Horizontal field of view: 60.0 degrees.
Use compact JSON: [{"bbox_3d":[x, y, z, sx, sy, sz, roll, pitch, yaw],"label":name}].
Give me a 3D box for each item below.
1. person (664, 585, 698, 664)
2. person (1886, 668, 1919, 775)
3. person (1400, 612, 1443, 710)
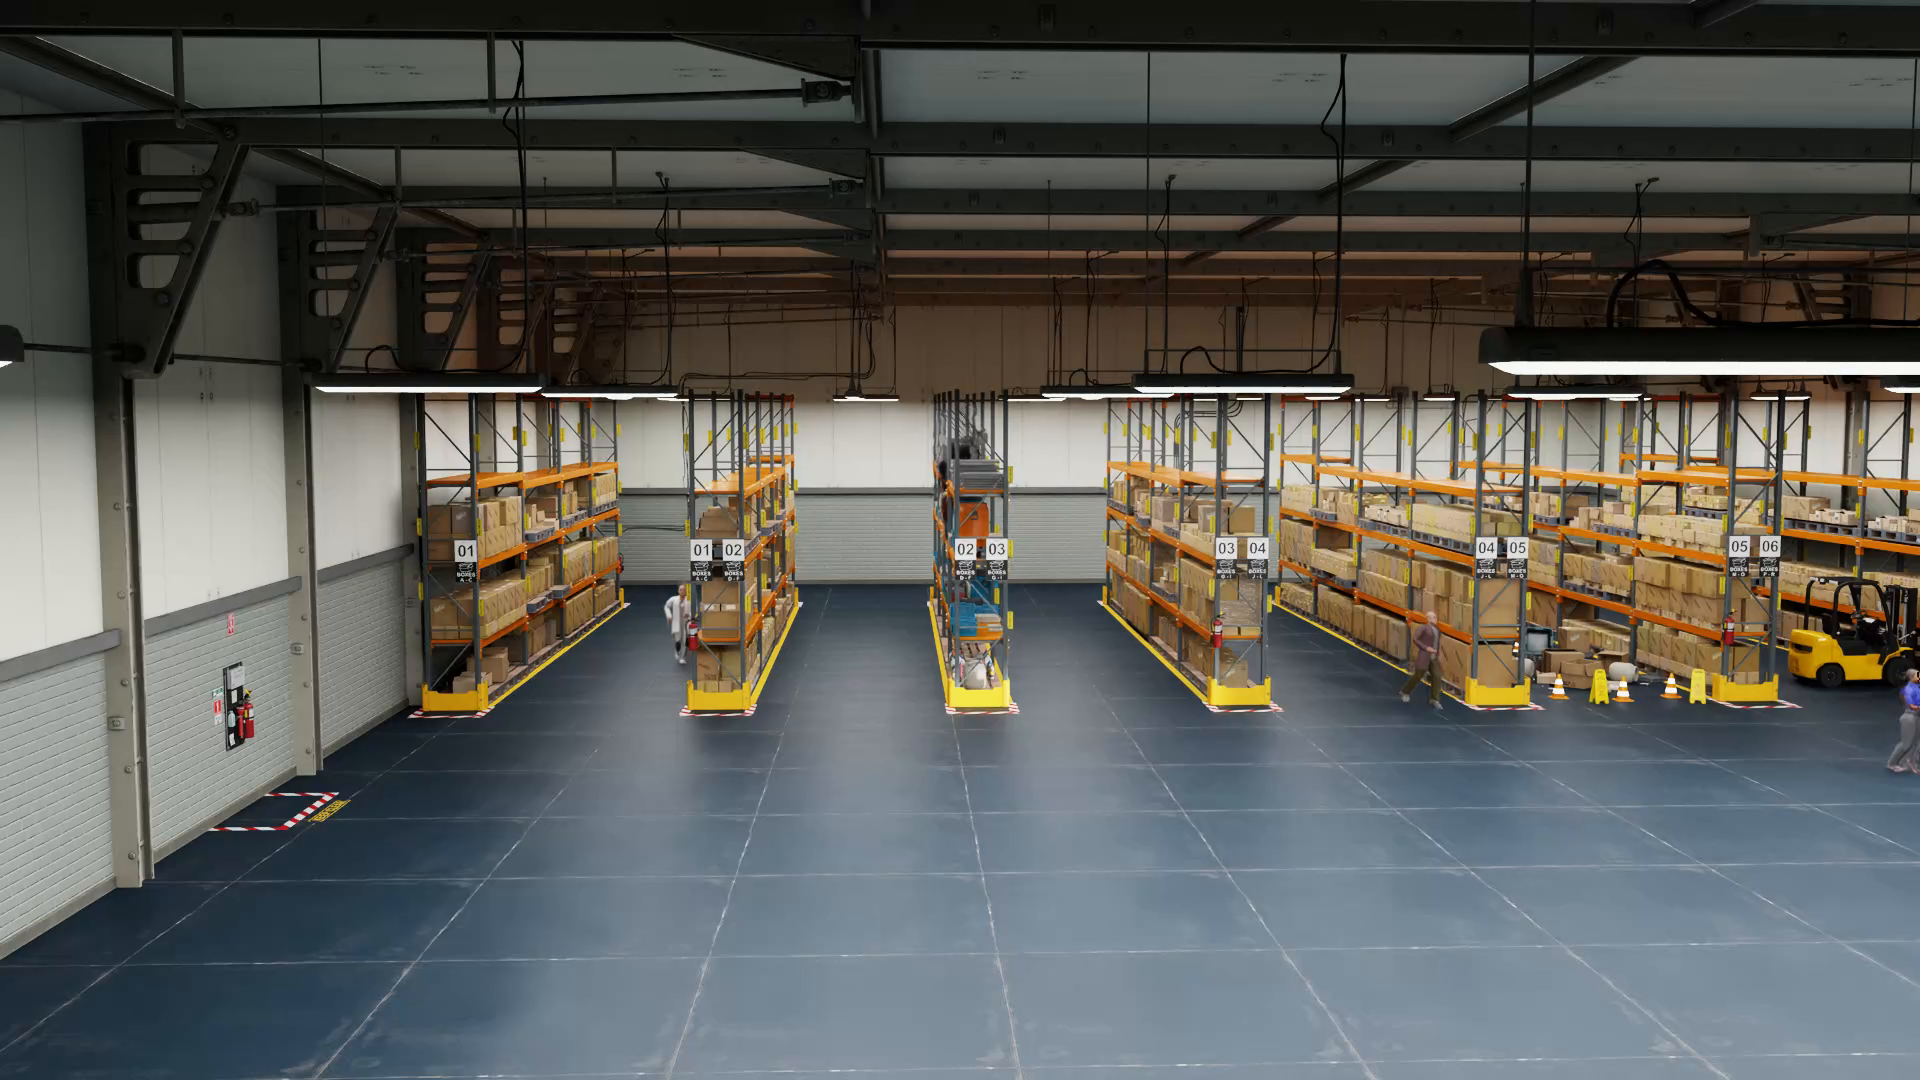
[{"bbox_3d":[-6.135,1.866,36.645,0.714,1.736,0.616,-1,5,-14],"label":"person"},{"bbox_3d":[14.731,2.809,25.677,0.544,1.664,0.688,-5,7,-45],"label":"person"},{"bbox_3d":[8.928,2.262,31.636,0.763,1.789,0.995,-3,5,-29],"label":"person"}]
